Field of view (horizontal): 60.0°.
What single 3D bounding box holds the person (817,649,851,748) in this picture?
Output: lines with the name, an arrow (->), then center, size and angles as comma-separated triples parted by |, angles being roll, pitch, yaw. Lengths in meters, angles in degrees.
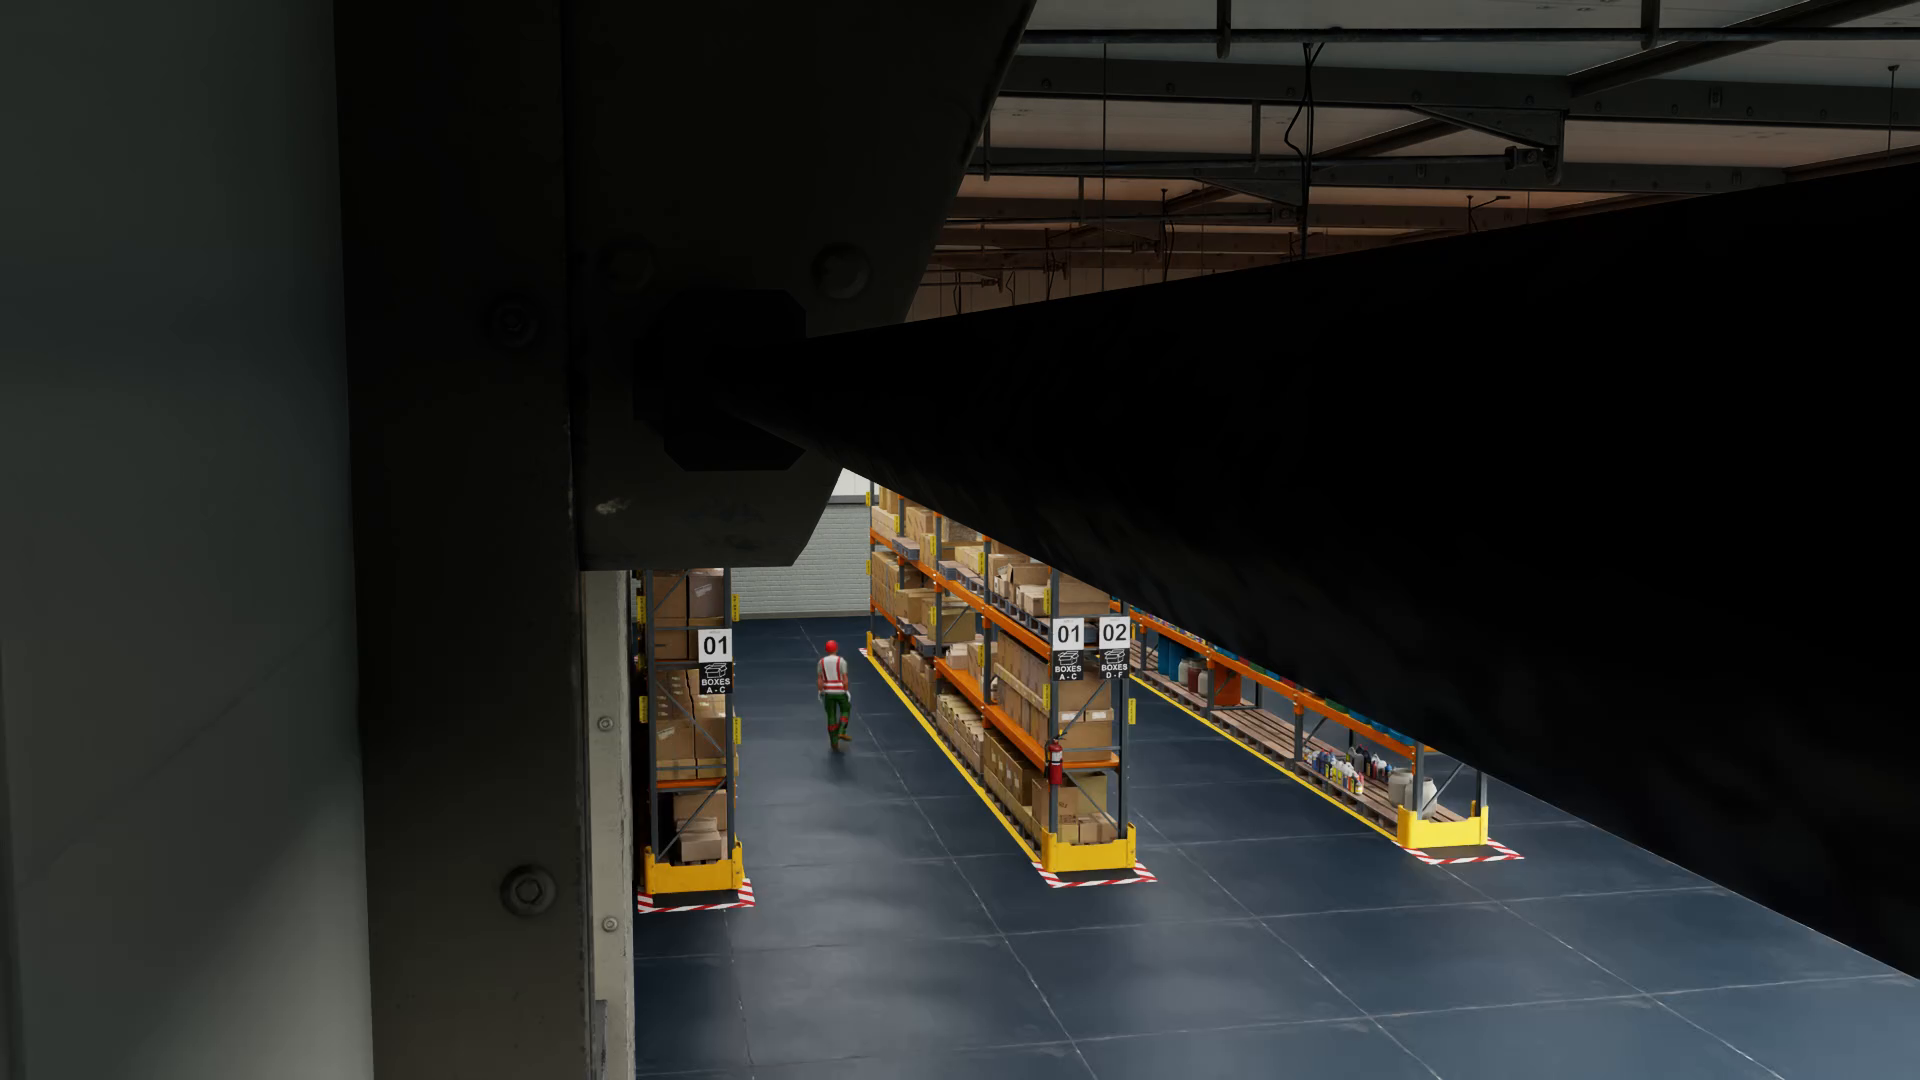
person -> -2.096, 2.574, 27.686 | 0.571, 1.731, 0.482 | 0, 6, 2
